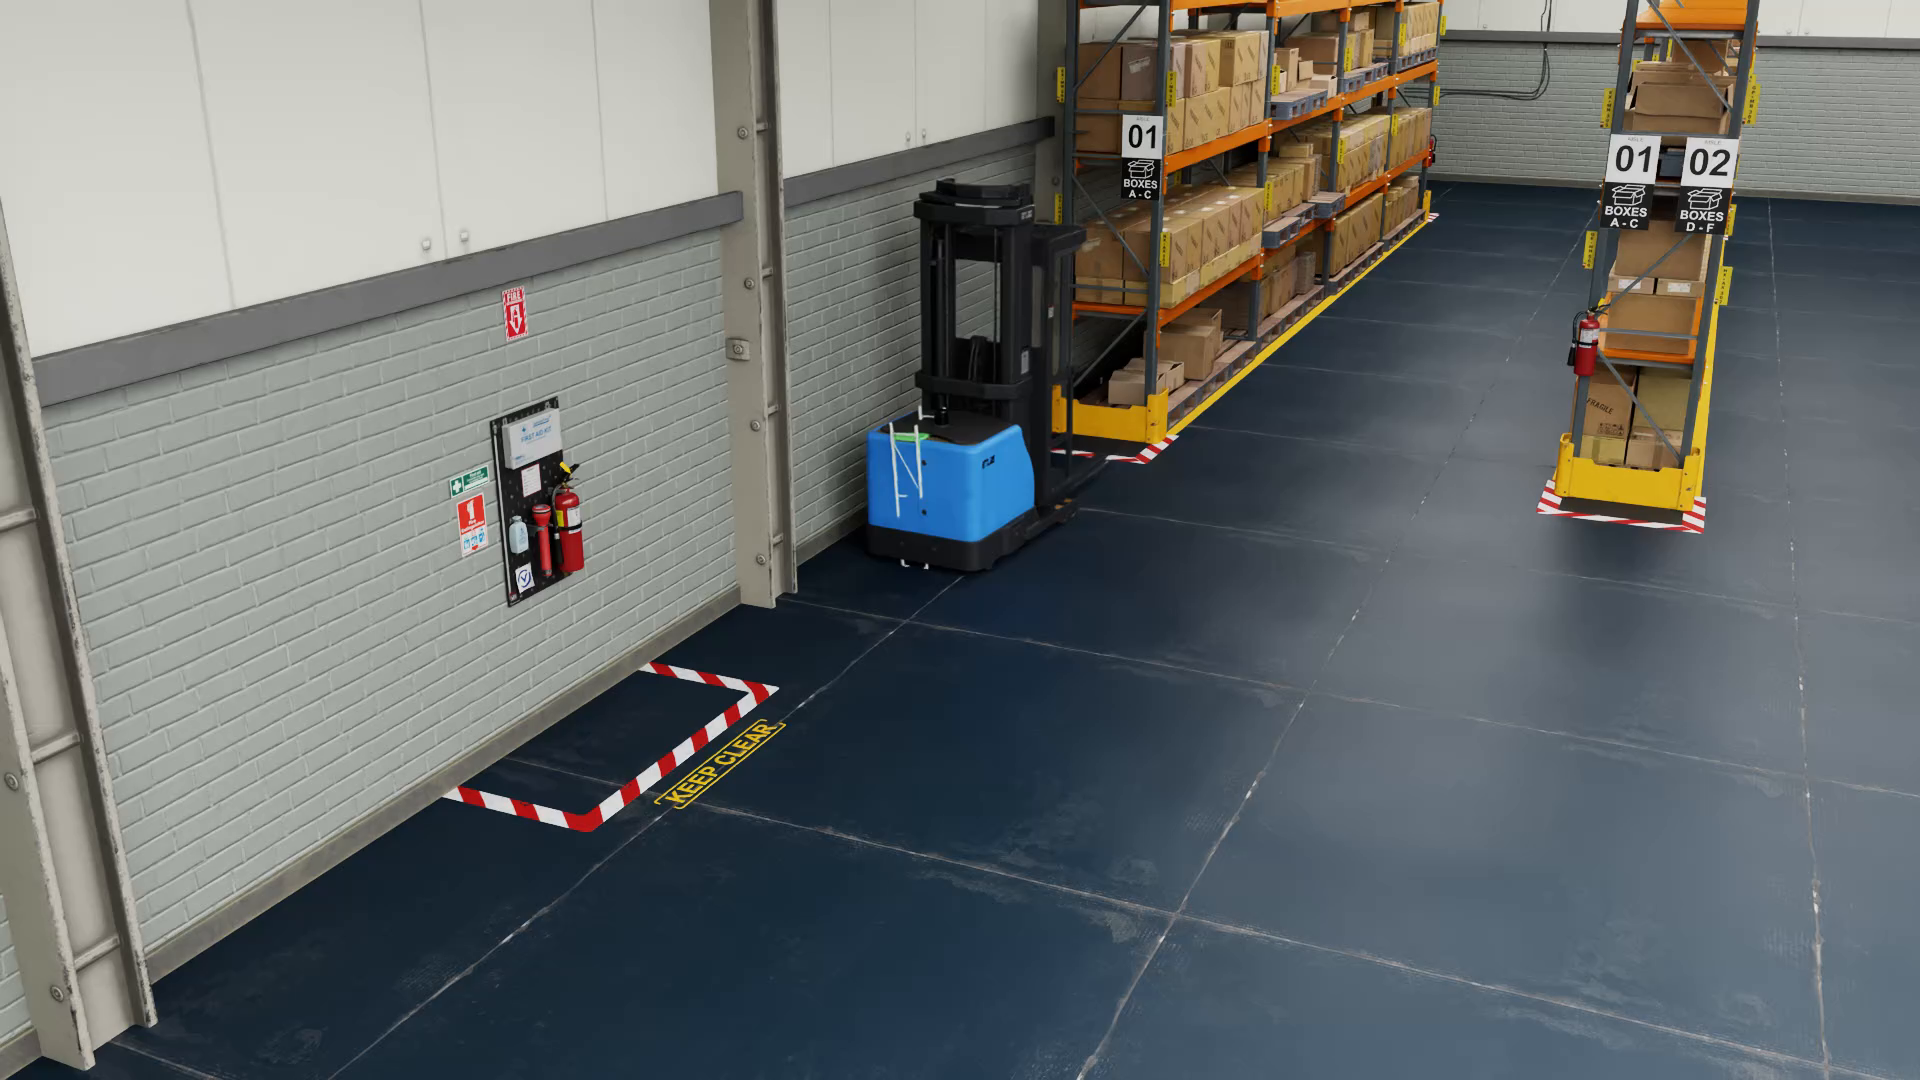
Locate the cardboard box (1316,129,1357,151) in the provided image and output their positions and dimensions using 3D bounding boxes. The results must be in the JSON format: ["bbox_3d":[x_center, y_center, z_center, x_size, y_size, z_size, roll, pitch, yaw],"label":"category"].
[{"bbox_3d":[5.402,-5.744,23.900,0.500,0.250,0.500,8,21,22],"label":"cardboard box"}]

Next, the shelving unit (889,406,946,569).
[{"bbox_3d":[-0.293,-0.423,13.331,0.258,1.200,0.503,6,23,26],"label":"shelving unit"}]

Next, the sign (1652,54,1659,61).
[{"bbox_3d":[8.788,-5.979,21.057,0.100,0.325,0.005,9,21,23],"label":"sign"}]

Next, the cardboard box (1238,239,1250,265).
[{"bbox_3d":[2.995,-3.304,18.977,0.500,0.250,0.500,9,21,23],"label":"cardboard box"}]

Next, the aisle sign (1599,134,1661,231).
[{"bbox_3d":[5.712,-3.047,14.180,0.394,0.787,0.004,9,21,23],"label":"aisle sign"}]

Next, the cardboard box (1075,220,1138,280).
[{"bbox_3d":[1.485,-2.946,16.850,0.500,0.500,0.500,8,21,22],"label":"cardboard box"}]

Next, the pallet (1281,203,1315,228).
[{"bbox_3d":[3.988,-4.225,21.658,1.003,0.211,1.213,9,21,23],"label":"pallet"}]

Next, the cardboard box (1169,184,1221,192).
[{"bbox_3d":[2.741,-3.880,19.477,0.500,0.500,0.500,8,21,21],"label":"cardboard box"}]

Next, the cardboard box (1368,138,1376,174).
[{"bbox_3d":[6.027,-5.860,25.346,0.500,0.500,0.500,9,21,23],"label":"cardboard box"}]

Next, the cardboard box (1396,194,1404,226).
[{"bbox_3d":[7.220,-5.693,28.604,0.700,0.500,0.500,9,22,24],"label":"cardboard box"}]

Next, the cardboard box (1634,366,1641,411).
[{"bbox_3d":[6.825,-1.499,16.063,0.500,0.500,0.500,9,21,23],"label":"cardboard box"}]

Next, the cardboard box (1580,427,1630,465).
[{"bbox_3d":[5.956,-0.909,15.524,0.500,0.250,0.500,9,21,23],"label":"cardboard box"}]

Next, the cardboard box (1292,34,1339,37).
[{"bbox_3d":[5.077,-6.919,23.665,0.700,0.500,0.500,7,21,20],"label":"cardboard box"}]

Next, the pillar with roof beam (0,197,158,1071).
[{"bbox_3d":[-0.003,-1.380,4.421,9.100,9.000,0.400,9,21,23],"label":"pillar with roof beam"}]

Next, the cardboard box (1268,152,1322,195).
[{"bbox_3d":[4.578,-5.035,22.845,0.700,0.500,0.500,6,20,16],"label":"cardboard box"}]

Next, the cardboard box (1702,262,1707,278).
[{"bbox_3d":[6.678,-2.479,15.345,0.380,0.149,0.250,8,21,22],"label":"cardboard box"}]

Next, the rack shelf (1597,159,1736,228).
[{"bbox_3d":[6.825,-3.487,15.895,1.077,0.370,4.000,9,21,23],"label":"rack shelf"}]

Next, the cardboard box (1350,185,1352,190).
[{"bbox_3d":[5.609,-5.283,24.692,0.380,0.149,0.250,9,21,24],"label":"cardboard box"}]

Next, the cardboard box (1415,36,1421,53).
[{"bbox_3d":[7.348,-8.223,27.585,0.500,0.250,0.500,8,21,21],"label":"cardboard box"}]

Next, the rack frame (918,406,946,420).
[{"bbox_3d":[-0.186,-0.507,13.534,0.240,1.200,0.015,6,23,26],"label":"rack frame"}]

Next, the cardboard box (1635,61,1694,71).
[{"bbox_3d":[7.198,-4.631,17.052,0.500,0.500,0.500,10,22,27],"label":"cardboard box"}]

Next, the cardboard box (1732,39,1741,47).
[{"bbox_3d":[11.419,-7.689,24.994,0.700,0.500,0.500,9,21,23],"label":"cardboard box"}]

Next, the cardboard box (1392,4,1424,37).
[{"bbox_3d":[7.349,-8.579,27.467,0.500,0.500,0.500,9,21,23],"label":"cardboard box"}]

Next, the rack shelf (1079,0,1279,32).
[{"bbox_3d":[2.305,-5.578,17.301,1.077,0.370,4.000,9,21,23],"label":"rack shelf"}]

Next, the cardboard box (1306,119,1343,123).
[{"bbox_3d":[5.565,-6.279,25.406,0.500,0.250,0.500,8,21,21],"label":"cardboard box"}]

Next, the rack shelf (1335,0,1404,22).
[{"bbox_3d":[5.581,-7.836,24.244,1.077,0.370,4.000,9,21,23],"label":"rack shelf"}]

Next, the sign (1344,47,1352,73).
[{"bbox_3d":[5.256,-6.508,22.543,0.100,0.325,0.005,9,21,23],"label":"sign"}]

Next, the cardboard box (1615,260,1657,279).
[{"bbox_3d":[6.305,-2.532,15.496,0.380,0.149,0.250,9,21,23],"label":"cardboard box"}]

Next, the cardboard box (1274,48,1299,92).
[{"bbox_3d":[3.925,-5.894,20.814,0.500,0.500,0.500,8,21,21],"label":"cardboard box"}]

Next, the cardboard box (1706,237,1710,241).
[{"bbox_3d":[7.310,-2.954,16.681,0.380,0.149,0.250,8,21,22],"label":"cardboard box"}]

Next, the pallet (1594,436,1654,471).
[{"bbox_3d":[6.281,-0.727,15.699,1.003,0.211,1.213,9,21,23],"label":"pallet"}]

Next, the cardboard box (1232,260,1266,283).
[{"bbox_3d":[3.587,-3.448,21.143,0.500,0.250,0.500,8,21,22],"label":"cardboard box"}]

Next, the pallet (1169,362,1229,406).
[{"bbox_3d":[2.383,-1.805,18.729,1.003,0.211,1.213,9,21,23],"label":"pallet"}]

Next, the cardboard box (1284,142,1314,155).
[{"bbox_3d":[4.648,-5.376,22.836,0.380,0.149,0.250,6,20,16],"label":"cardboard box"}]

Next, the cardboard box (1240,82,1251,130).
[{"bbox_3d":[2.924,-4.832,18.423,0.500,0.500,0.500,7,21,18],"label":"cardboard box"}]

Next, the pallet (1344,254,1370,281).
[{"bbox_3d":[5.654,-4.214,25.504,1.003,0.211,1.213,9,21,23],"label":"pallet"}]

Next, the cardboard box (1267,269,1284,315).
[{"bbox_3d":[3.821,-3.275,21.775,0.700,0.500,0.500,9,21,23],"label":"cardboard box"}]

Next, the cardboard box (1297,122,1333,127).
[{"bbox_3d":[5.347,-6.120,24.959,0.500,0.250,0.500,8,21,21],"label":"cardboard box"}]

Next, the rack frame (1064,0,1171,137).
[{"bbox_3d":[1.486,-5.307,15.461,1.000,3.000,0.127,9,21,23],"label":"rack frame"}]

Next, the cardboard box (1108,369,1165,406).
[{"bbox_3d":[1.851,-1.620,17.403,0.500,0.311,0.500,6,20,17],"label":"cardboard box"}]

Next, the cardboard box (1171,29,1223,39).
[{"bbox_3d":[2.662,-5.533,18.903,0.500,0.500,0.500,9,21,24],"label":"cardboard box"}]

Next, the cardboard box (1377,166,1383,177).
[{"bbox_3d":[6.438,-5.817,26.194,0.380,0.149,0.250,9,21,24],"label":"cardboard box"}]

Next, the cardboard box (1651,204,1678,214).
[{"bbox_3d":[6.441,-2.779,15.220,0.700,0.500,0.500,8,21,21],"label":"cardboard box"}]

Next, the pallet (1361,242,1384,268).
[{"bbox_3d":[6.152,-4.589,26.556,1.003,0.211,1.213,9,21,23],"label":"pallet"}]

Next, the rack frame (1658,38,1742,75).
[{"bbox_3d":[9.282,-7.074,20.430,1.000,3.000,0.127,9,21,23],"label":"rack frame"}]

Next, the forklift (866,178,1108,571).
[{"bbox_3d":[0.379,-1.584,14.048,1.130,2.935,3.031,10,22,26],"label":"forklift"}]

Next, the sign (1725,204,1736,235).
[{"bbox_3d":[8.151,-3.394,17.626,0.100,0.325,0.005,9,21,23],"label":"sign"}]

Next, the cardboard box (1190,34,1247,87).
[{"bbox_3d":[2.747,-5.124,17.751,0.500,0.500,0.500,8,21,21],"label":"cardboard box"}]

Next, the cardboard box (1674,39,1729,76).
[{"bbox_3d":[7.933,-5.101,17.838,0.500,0.500,0.500,9,21,23],"label":"cardboard box"}]

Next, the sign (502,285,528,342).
[{"bbox_3d":[-2.615,-1.332,9.778,0.001,0.298,0.199,9,21,23],"label":"sign"}]

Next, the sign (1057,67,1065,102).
[{"bbox_3d":[0.987,-4.393,16.047,0.100,0.325,0.005,9,21,23],"label":"sign"}]

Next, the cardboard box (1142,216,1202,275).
[{"bbox_3d":[2.167,-3.027,17.078,0.500,0.500,0.500,9,21,23],"label":"cardboard box"}]

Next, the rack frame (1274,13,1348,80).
[{"bbox_3d":[4.762,-7.752,22.338,1.000,3.000,0.127,9,21,23],"label":"rack frame"}]
